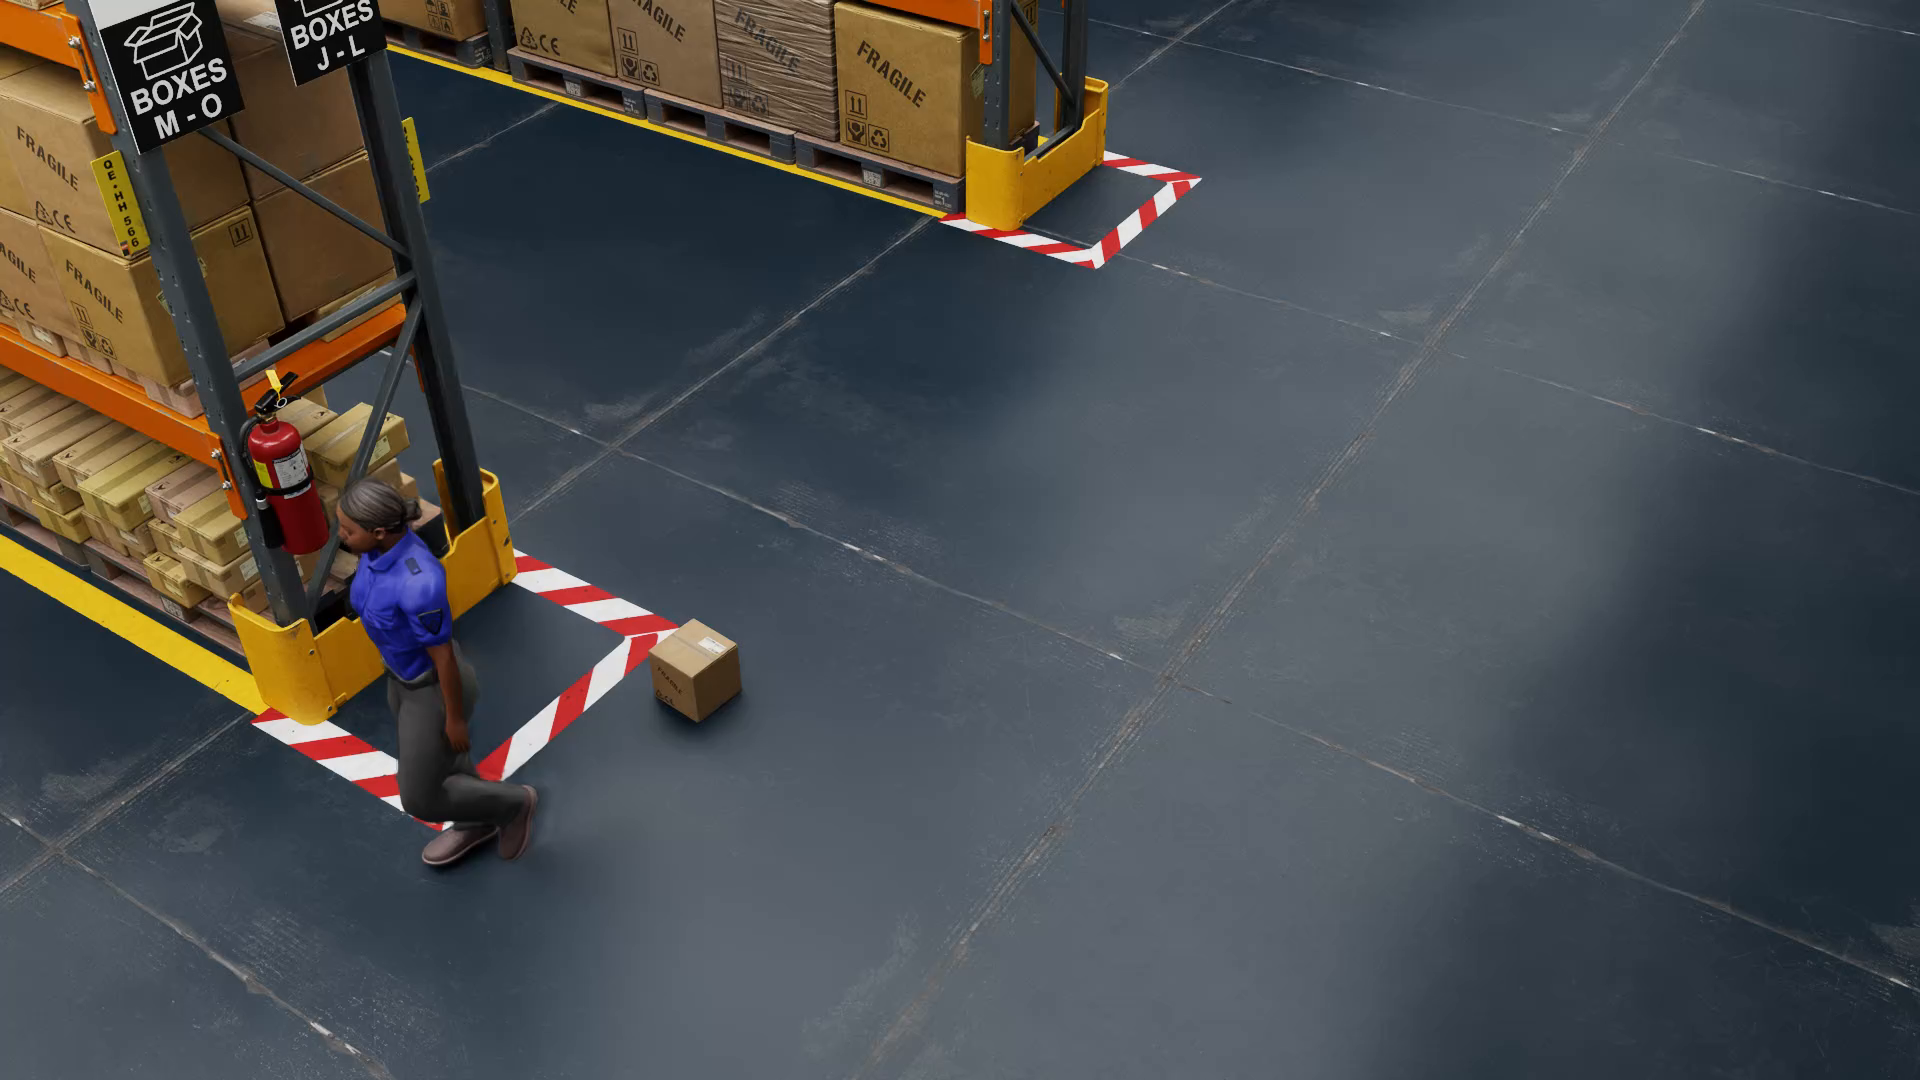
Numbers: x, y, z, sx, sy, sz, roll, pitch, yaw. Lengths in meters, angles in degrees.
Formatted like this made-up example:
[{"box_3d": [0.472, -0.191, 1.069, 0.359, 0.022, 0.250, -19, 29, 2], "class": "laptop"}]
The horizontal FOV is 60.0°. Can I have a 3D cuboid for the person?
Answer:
[{"box_3d": [-1.751, 0.475, 5.515, 0.457, 1.654, 0.478, -24, 45, -27], "class": "person"}]
